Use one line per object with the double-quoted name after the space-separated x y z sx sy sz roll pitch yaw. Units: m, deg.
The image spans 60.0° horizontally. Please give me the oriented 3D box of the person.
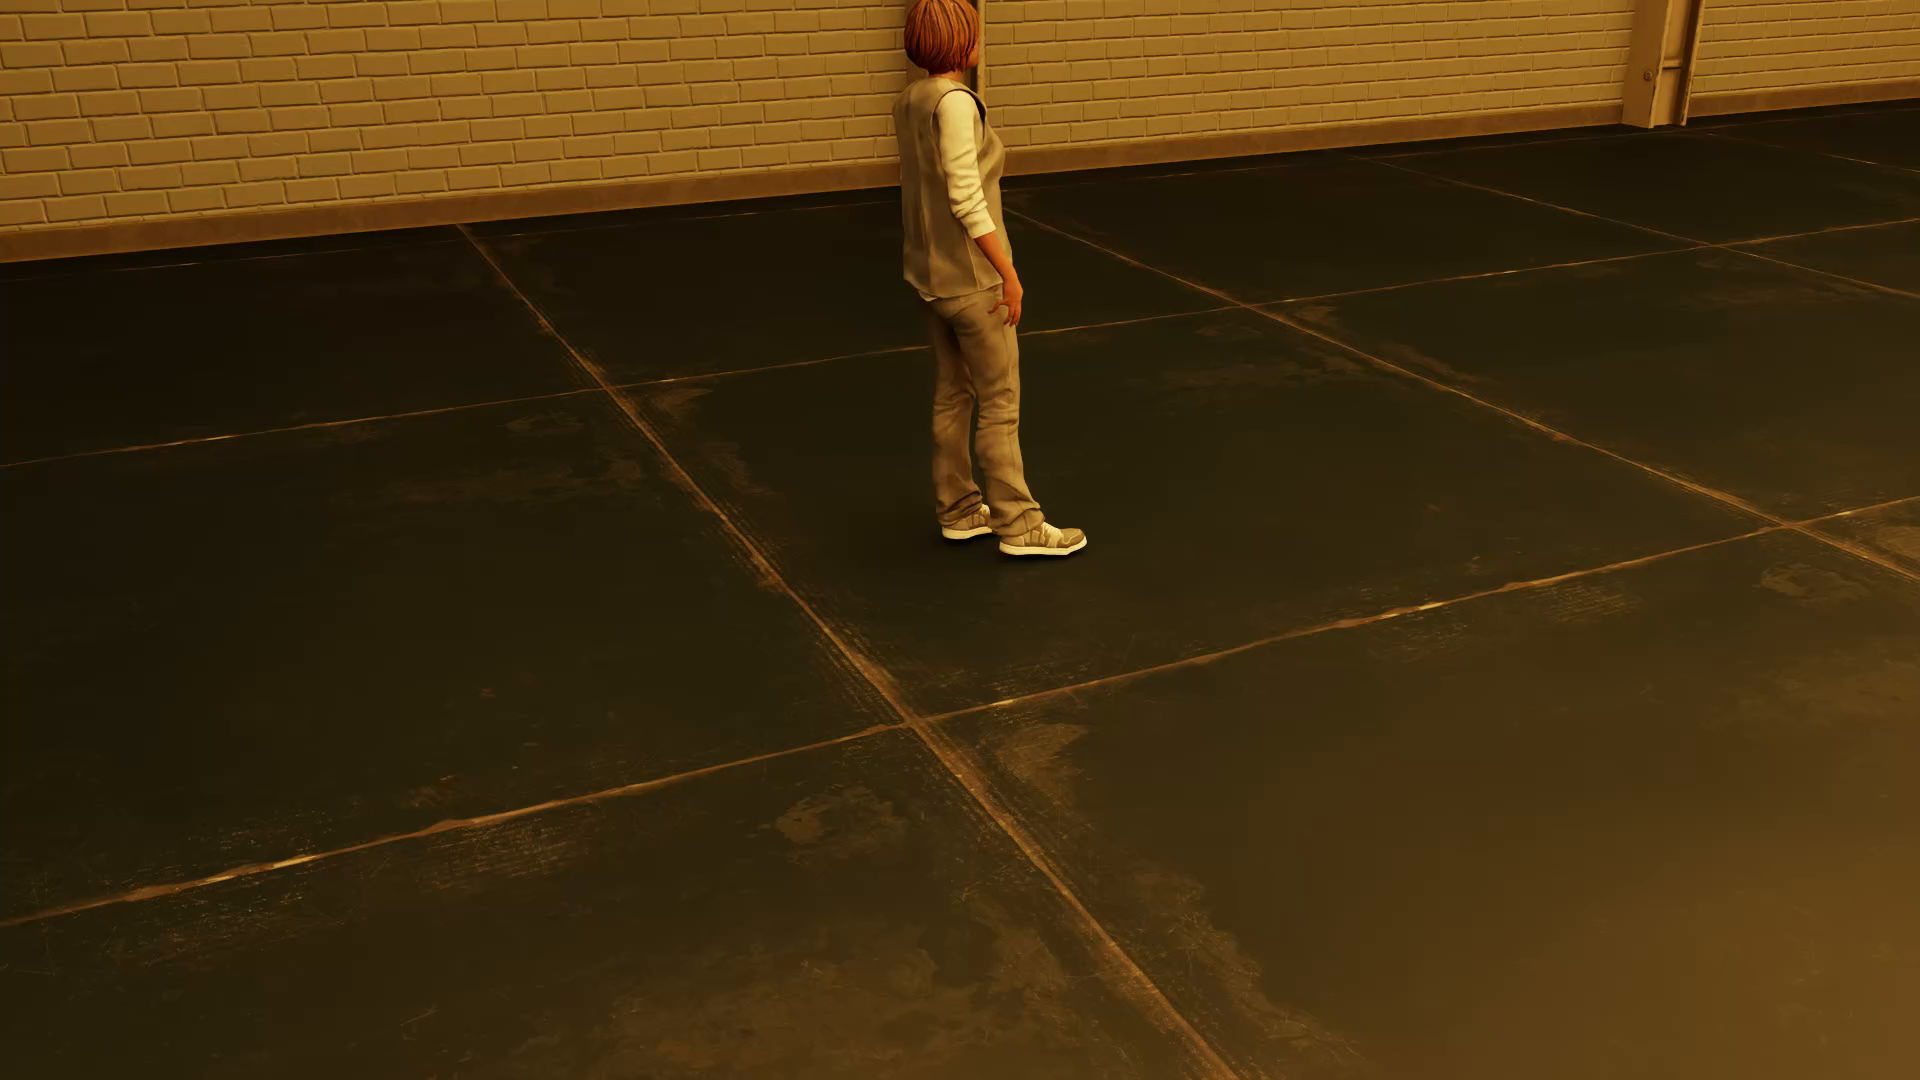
0.073 -0.751 4.814 0.475 1.597 0.520 -10 25 -23 "person"
